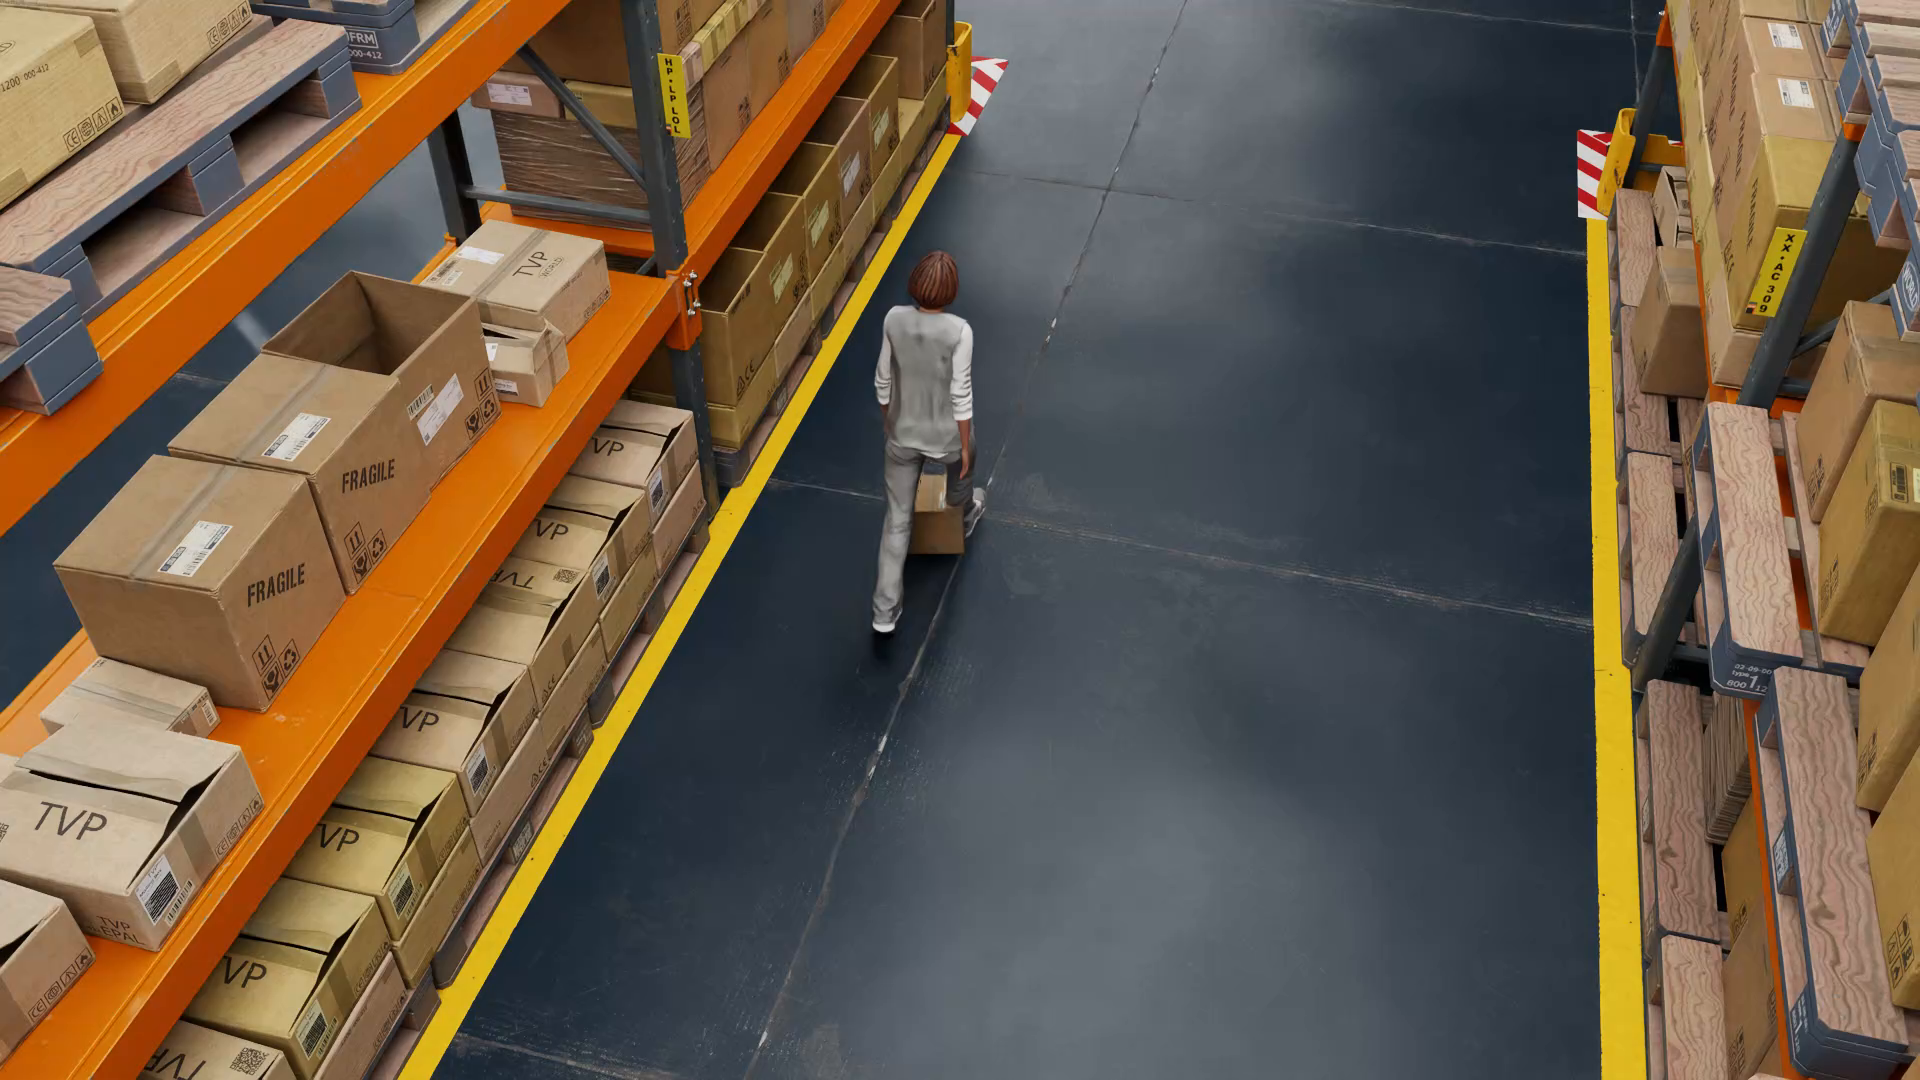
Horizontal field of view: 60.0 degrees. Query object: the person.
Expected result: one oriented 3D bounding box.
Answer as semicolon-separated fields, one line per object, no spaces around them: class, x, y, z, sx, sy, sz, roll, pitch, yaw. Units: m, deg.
person;-0.151;-0.427;6.675;0.419;1.533;1.020;9;42;10
